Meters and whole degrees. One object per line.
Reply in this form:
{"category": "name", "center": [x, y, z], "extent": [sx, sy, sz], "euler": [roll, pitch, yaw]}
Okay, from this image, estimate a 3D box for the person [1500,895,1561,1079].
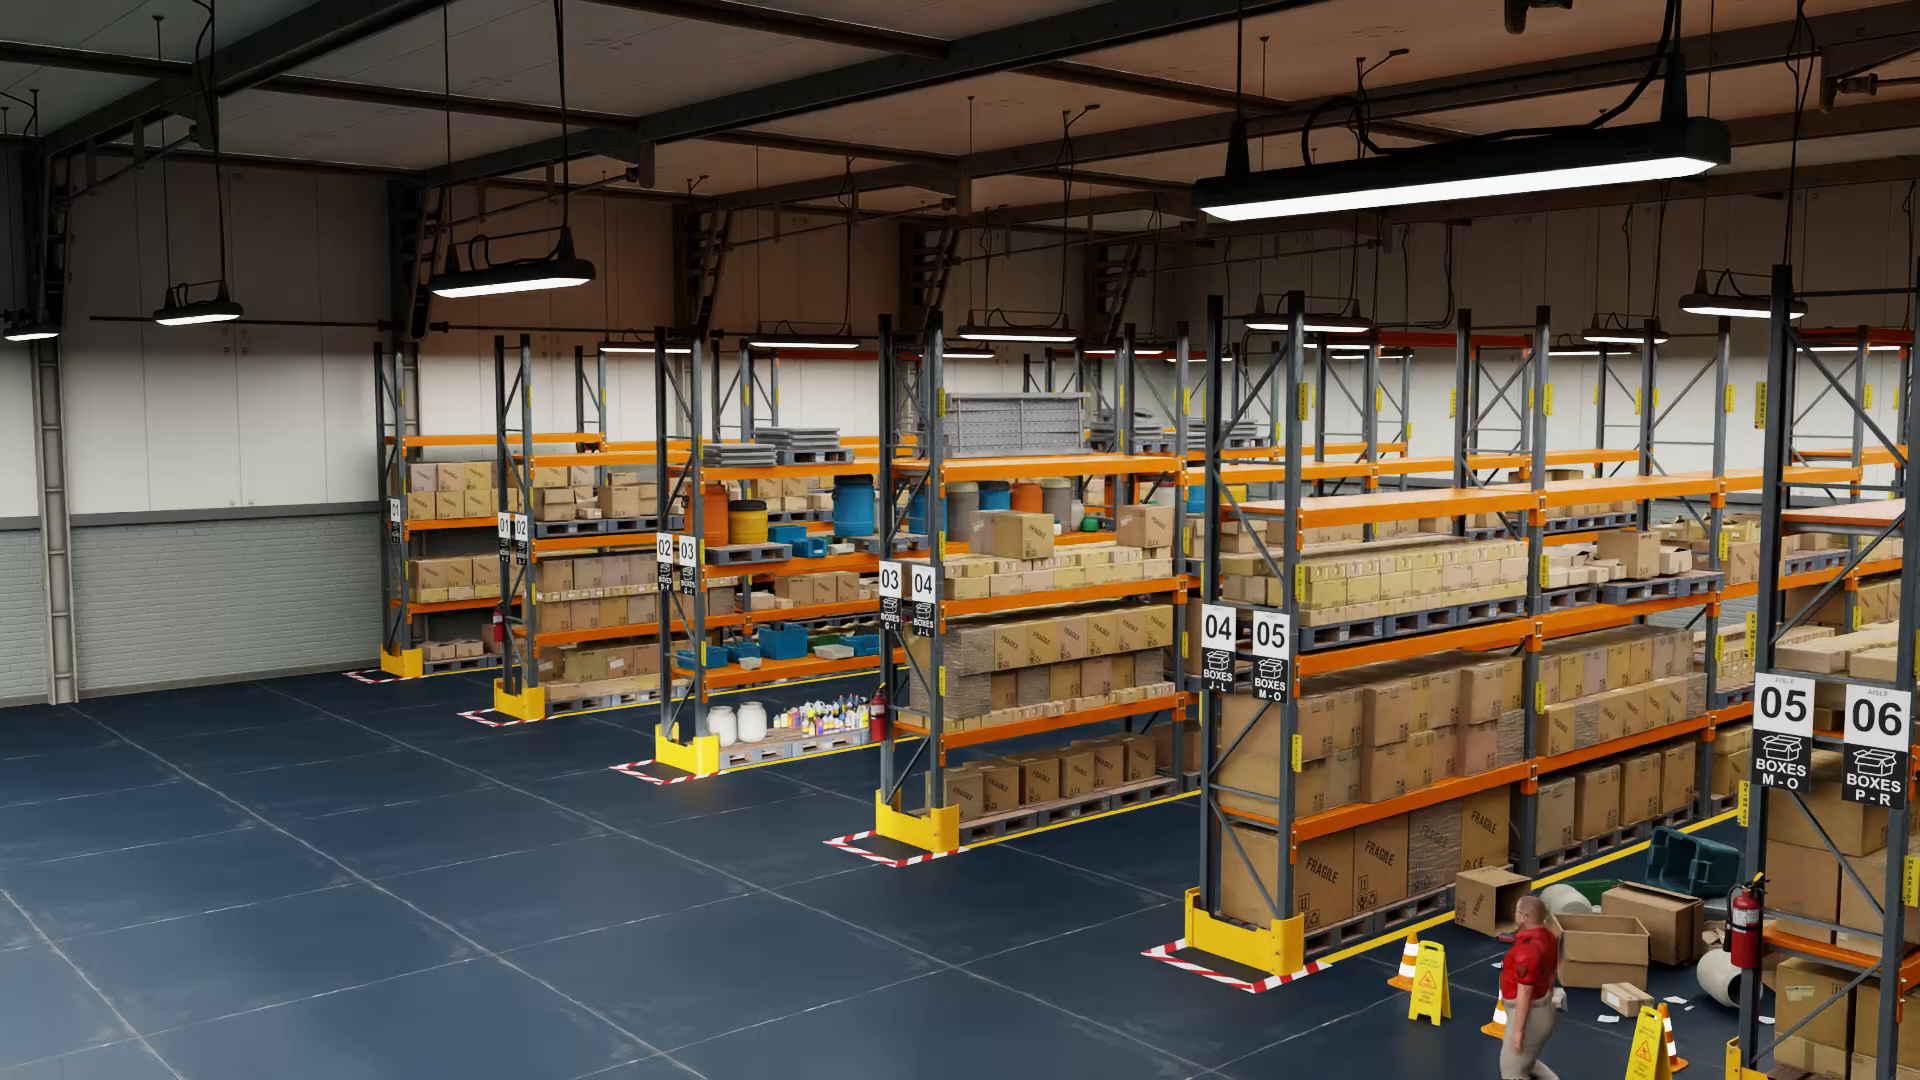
{"category": "person", "center": [3.930, 3.266, 11.321], "extent": [0.617, 1.709, 0.523], "euler": [3, 6, 27]}
